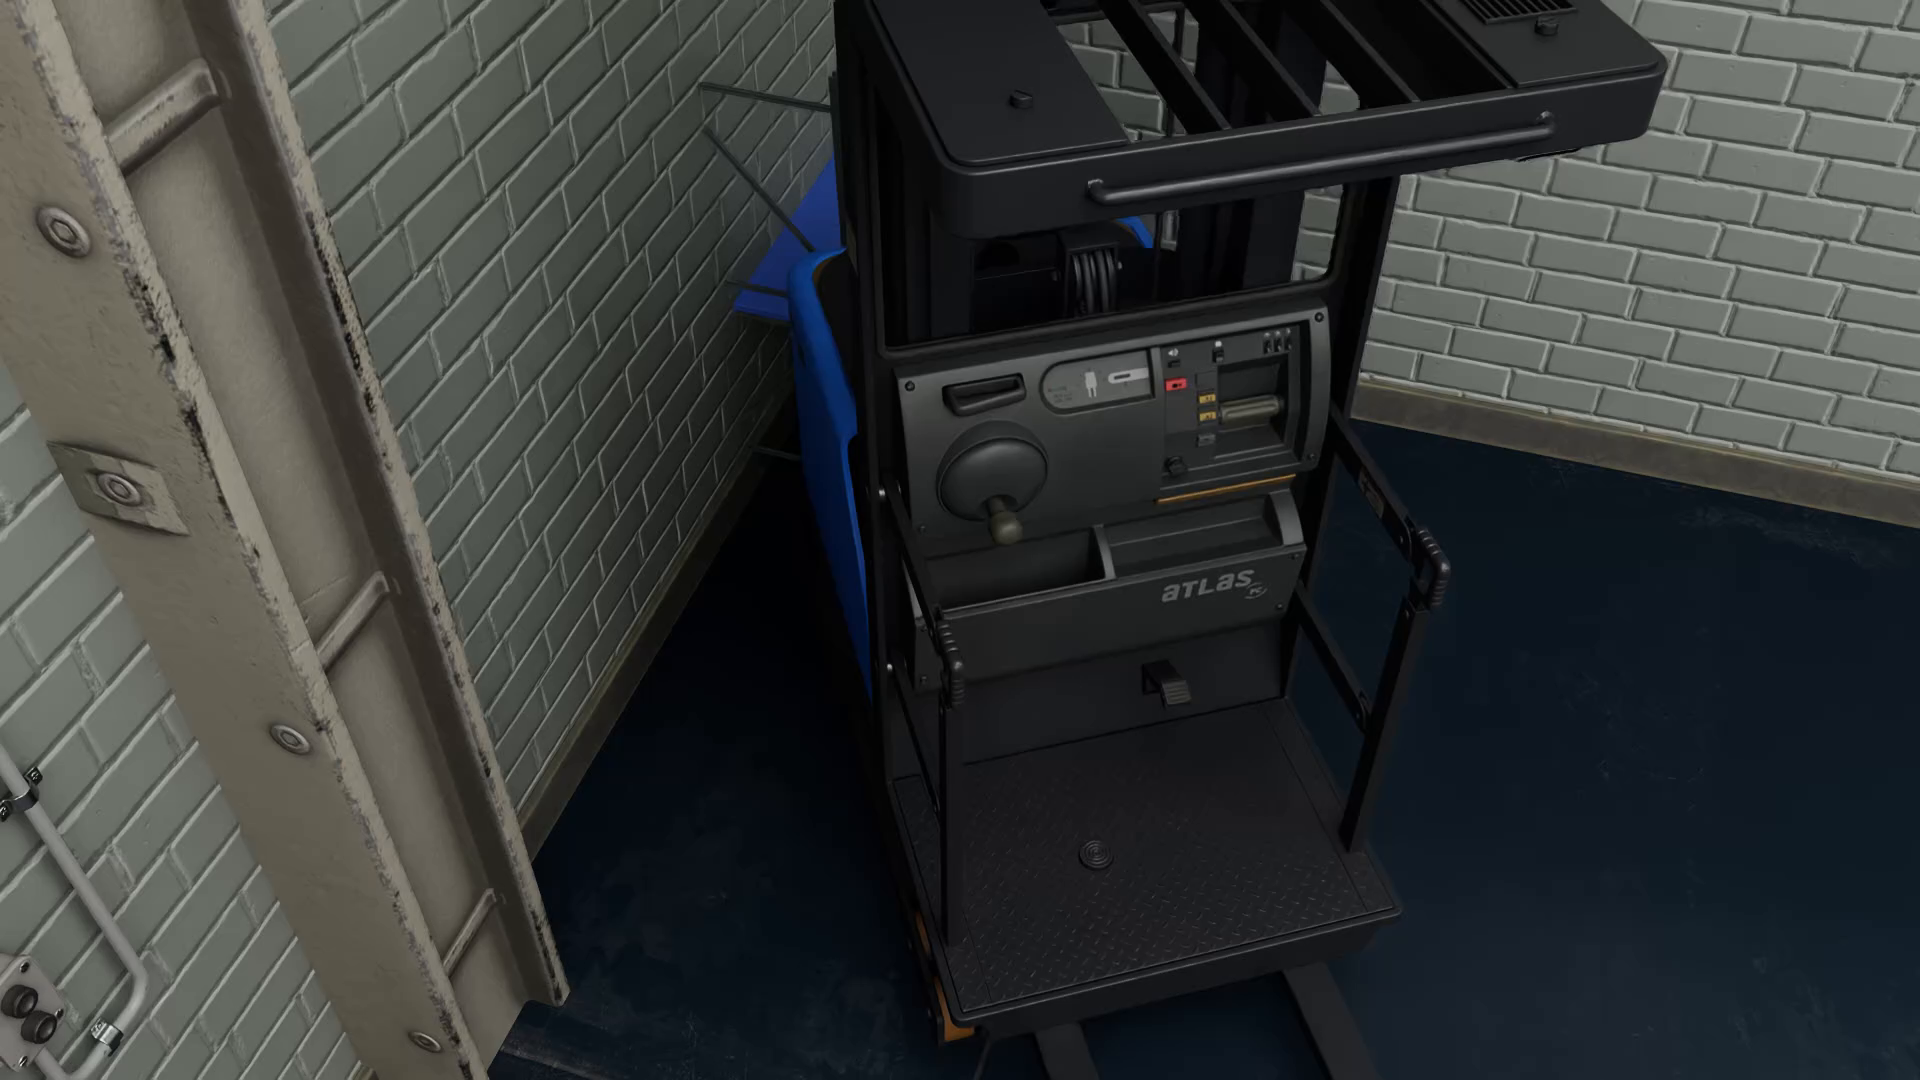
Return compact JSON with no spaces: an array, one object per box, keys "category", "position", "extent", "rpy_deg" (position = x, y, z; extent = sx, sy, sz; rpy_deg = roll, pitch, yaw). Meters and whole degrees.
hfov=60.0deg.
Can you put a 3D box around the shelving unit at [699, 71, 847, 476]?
[{"category":"shelving unit","position":[-0.336,-1.052,5.168],"extent":[0.538,1.500,1.048],"rpy_deg":[14,47,15]}]

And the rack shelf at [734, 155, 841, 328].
[{"category":"rack shelf","position":[-0.334,-0.925,5.295],"extent":[0.538,0.185,1.000],"rpy_deg":[14,47,15]}]

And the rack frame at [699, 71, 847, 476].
[{"category":"rack frame","position":[-0.514,-0.712,4.834],"extent":[0.500,1.500,0.032],"rpy_deg":[14,47,15]}]

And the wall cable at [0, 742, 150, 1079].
[{"category":"wall cable","position":[-1.675,0.702,1.662],"extent":[0.084,1.984,1.851],"rpy_deg":[13,46,13]}]

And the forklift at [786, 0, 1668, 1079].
[{"category":"forklift","position":[0.389,-0.152,3.309],"extent":[1.130,2.935,3.031],"rpy_deg":[-11,45,-11]}]
